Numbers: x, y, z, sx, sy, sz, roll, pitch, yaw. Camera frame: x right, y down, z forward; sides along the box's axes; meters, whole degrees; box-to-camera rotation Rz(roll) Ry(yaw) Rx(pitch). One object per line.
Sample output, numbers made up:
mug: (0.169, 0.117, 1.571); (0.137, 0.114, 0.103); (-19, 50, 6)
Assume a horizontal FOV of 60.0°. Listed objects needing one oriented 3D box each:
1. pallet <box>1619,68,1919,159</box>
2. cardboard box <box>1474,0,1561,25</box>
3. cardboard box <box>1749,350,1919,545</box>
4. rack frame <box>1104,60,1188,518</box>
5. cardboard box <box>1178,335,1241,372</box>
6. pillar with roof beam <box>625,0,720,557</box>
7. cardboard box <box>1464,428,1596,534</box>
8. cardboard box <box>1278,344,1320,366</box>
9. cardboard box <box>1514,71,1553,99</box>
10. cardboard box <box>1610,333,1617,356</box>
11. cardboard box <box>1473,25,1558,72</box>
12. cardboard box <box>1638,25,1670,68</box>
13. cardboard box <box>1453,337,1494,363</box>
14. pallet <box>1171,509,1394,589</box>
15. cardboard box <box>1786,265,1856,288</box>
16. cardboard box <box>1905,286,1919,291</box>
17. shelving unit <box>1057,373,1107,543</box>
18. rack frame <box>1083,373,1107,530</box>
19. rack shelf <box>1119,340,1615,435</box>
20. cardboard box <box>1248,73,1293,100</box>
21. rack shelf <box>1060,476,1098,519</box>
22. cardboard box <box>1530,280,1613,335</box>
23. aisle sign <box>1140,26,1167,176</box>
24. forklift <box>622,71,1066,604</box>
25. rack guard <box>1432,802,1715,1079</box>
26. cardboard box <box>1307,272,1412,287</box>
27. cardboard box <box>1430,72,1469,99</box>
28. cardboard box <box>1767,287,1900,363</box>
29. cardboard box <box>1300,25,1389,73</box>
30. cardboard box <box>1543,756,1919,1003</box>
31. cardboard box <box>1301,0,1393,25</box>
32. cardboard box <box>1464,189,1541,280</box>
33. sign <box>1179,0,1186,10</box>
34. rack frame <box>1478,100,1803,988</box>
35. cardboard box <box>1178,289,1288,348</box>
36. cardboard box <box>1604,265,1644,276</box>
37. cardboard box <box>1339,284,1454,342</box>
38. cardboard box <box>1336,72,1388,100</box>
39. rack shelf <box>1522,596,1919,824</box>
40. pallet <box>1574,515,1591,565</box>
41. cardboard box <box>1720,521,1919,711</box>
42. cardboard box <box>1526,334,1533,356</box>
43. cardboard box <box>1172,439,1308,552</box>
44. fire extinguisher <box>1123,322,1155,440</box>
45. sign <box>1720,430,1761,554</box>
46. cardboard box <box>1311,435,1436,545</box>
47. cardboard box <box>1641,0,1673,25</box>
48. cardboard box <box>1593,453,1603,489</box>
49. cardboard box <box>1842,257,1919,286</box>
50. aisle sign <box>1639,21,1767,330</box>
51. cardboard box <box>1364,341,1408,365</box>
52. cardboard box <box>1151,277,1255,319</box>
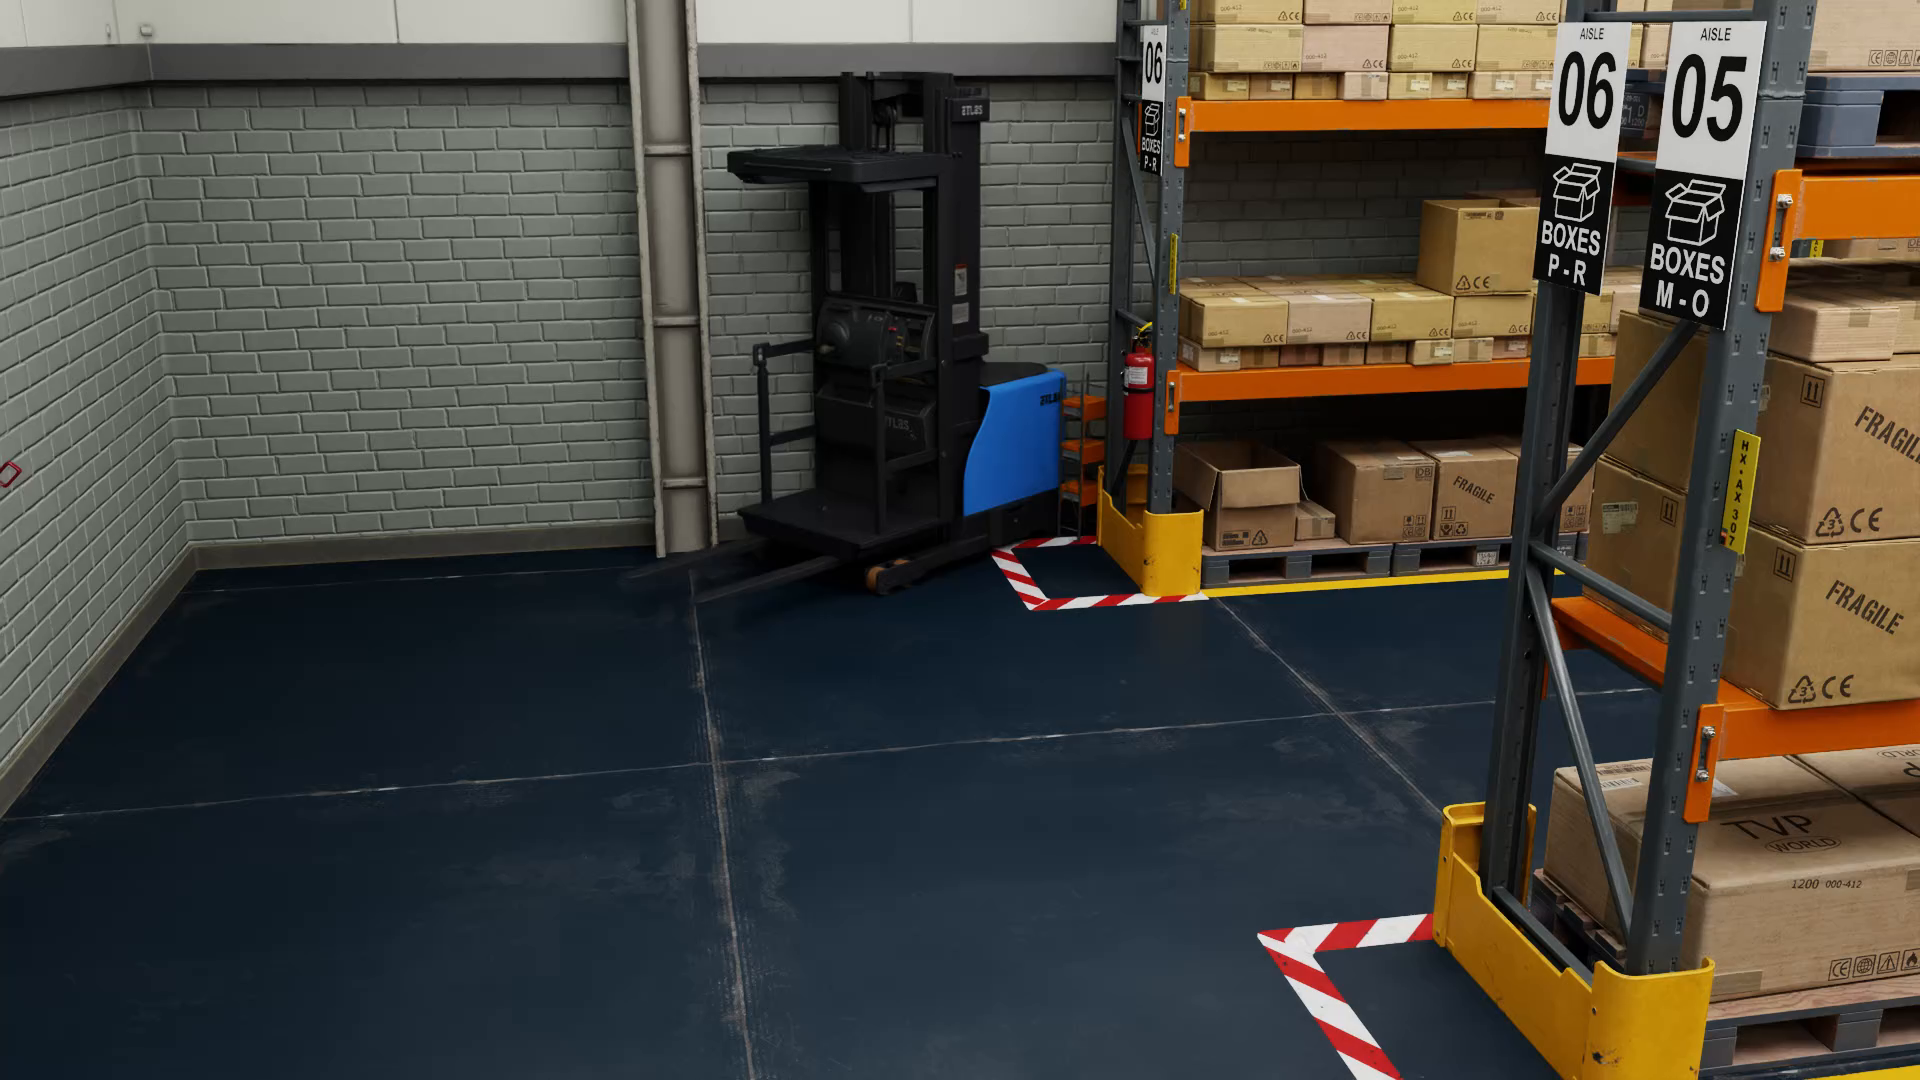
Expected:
pallet: (2.746, -1.275, 4.896); (1.213, 0.211, 1.003); (-3, 17, -10)
cardboard box: (3.050, -3.052, 9.427); (0.500, 0.250, 0.500); (-3, 17, -9)
cardboard box: (2.545, -0.309, 4.837); (0.500, 0.500, 0.500); (-4, 17, -12)
rack frame: (1.074, -1.270, 9.837); (0.127, 3.000, 1.000); (-3, 17, -10)
cardboard box: (1.449, -1.089, 9.676); (0.250, 0.149, 0.380); (-3, 17, -11)
pillar with roof beam: (-0.927, -3.006, 5.273); (0.400, 9.000, 9.100); (-3, 17, -10)
cardboard box: (3.559, -0.377, 10.471); (0.500, 0.500, 0.700); (-4, 18, -13)
cardboard box: (1.942, -1.141, 9.846); (0.250, 0.149, 0.380); (-3, 17, -11)
cardboard box: (3.199, -2.607, 9.510); (0.250, 0.149, 0.380); (-3, 17, -9)
cardboard box: (3.972, -1.233, 10.145); (0.250, 0.149, 0.380); (-3, 17, -9)
cardboard box: (3.065, -2.815, 9.507); (0.500, 0.250, 0.500); (-4, 17, -11)
cardboard box: (4.067, -2.866, 9.674); (0.500, 0.250, 0.500); (-4, 17, -12)
cardboard box: (2.978, -1.167, 9.930); (0.250, 0.149, 0.380); (-3, 17, -9)
pallet: (1.932, 0.014, 10.406); (1.213, 0.211, 1.003); (-3, 17, -10)
cardboard box: (2.579, -0.774, 5.244); (0.250, 0.149, 0.380); (-3, 17, -9)
cardboard box: (2.942, -0.631, 4.781); (0.250, 0.149, 0.380); (-3, 17, -9)
shelving unit: (0.798, -0.531, 10.753); (0.252, 1.050, 0.215); (-15, 23, -40)
rack frame: (0.888, -0.555, 10.832); (0.008, 1.050, 0.200); (-15, 23, -40)
rack shelf: (3.038, -1.037, 10.305); (4.000, 0.370, 1.077); (-3, 17, -10)
cardboard box: (1.684, -2.556, 9.345); (0.250, 0.149, 0.380); (-3, 17, -9)
rack shelf: (0.798, -0.255, 10.837); (0.240, 0.259, 0.215); (-15, 23, -40)
cardboard box: (3.567, -1.408, 10.037); (0.500, 0.250, 0.500); (-3, 17, -11)
aisle sign: (1.063, -2.424, 9.167); (0.004, 0.787, 0.394); (-3, 17, -10)
forklift: (-0.654, -1.247, 9.879); (1.130, 2.935, 3.031); (15, 22, 40)
rack guard: (1.996, 1.357, 5.542); (0.348, 0.500, 1.175); (-3, 17, -10)
cardboard box: (2.469, -1.497, 10.326); (0.500, 0.250, 0.500); (-3, 17, -9)
cardboard box: (2.690, -2.598, 9.481); (0.250, 0.149, 0.380); (-3, 17, -11)
cardboard box: (2.421, -0.615, 4.727); (0.250, 0.149, 0.380); (-3, 17, -9)
cardboard box: (2.057, -2.754, 9.310); (0.500, 0.250, 0.500); (-3, 17, -9)
cardboard box: (2.649, 1.119, 5.707); (0.875, 0.438, 0.875); (-4, 17, -12)
cardboard box: (2.061, -2.988, 9.221); (0.500, 0.250, 0.500); (-3, 17, -11)
cardboard box: (3.489, -1.915, 10.410); (0.500, 0.500, 0.500); (-4, 17, -12)
sign: (1.178, -2.965, 8.759); (0.005, 0.325, 0.100); (-3, 17, -10)
rack frame: (2.020, 0.161, 5.179); (0.127, 3.000, 1.000); (-3, 17, -10)
cardboard box: (1.571, -1.288, 9.645); (0.500, 0.250, 0.500); (-3, 17, -10)
cardboard box: (4.464, -1.613, 10.704); (0.500, 0.250, 0.500); (-3, 17, -11)
cardboard box: (2.563, -1.345, 9.831); (0.500, 0.250, 0.500); (-4, 17, -11)
cardboard box: (2.203, -2.550, 9.324); (0.250, 0.149, 0.380); (-3, 17, -9)
rack shelf: (3.983, 0.393, 5.647); (4.000, 0.370, 1.077); (-3, 17, -10)
pallet: (4.327, -0.121, 10.848); (1.213, 0.211, 1.003); (-3, 17, -10)
cardboard box: (2.545, 0.169, 4.982); (0.500, 0.500, 0.500); (-3, 17, -11)
cardboard box: (3.452, -1.228, 10.130); (0.250, 0.149, 0.380); (-3, 17, -10)
cardboard box: (1.693, -0.284, 10.164); (0.637, 0.503, 0.797); (-4, 18, -13)
fire extinguisher: (1.018, -0.913, 9.443); (0.183, 0.674, 0.296); (-3, 17, -10)
sign: (2.119, -0.130, 4.518); (0.005, 0.325, 0.100); (-3, 17, -10)
cardboard box: (2.540, -0.319, 10.283); (0.500, 0.500, 0.700); (-3, 17, -8)
cardboard box: (4.055, -3.108, 9.609); (0.500, 0.250, 0.500); (-4, 17, -11)
cardboard box: (4.308, -0.439, 10.998); (0.500, 0.311, 0.500); (-3, 17, -8)
cardboard box: (3.071, -0.814, 5.377); (0.250, 0.149, 0.380); (-3, 17, -9)
aisle sign: (2.004, -0.994, 4.512); (0.004, 0.787, 0.394); (-3, 17, -10)
cardboard box: (2.461, -1.154, 9.888); (0.250, 0.149, 0.380); (-3, 17, -10)
cardboard box: (1.476, -1.442, 10.148); (0.500, 0.250, 0.500); (-3, 17, -9)
